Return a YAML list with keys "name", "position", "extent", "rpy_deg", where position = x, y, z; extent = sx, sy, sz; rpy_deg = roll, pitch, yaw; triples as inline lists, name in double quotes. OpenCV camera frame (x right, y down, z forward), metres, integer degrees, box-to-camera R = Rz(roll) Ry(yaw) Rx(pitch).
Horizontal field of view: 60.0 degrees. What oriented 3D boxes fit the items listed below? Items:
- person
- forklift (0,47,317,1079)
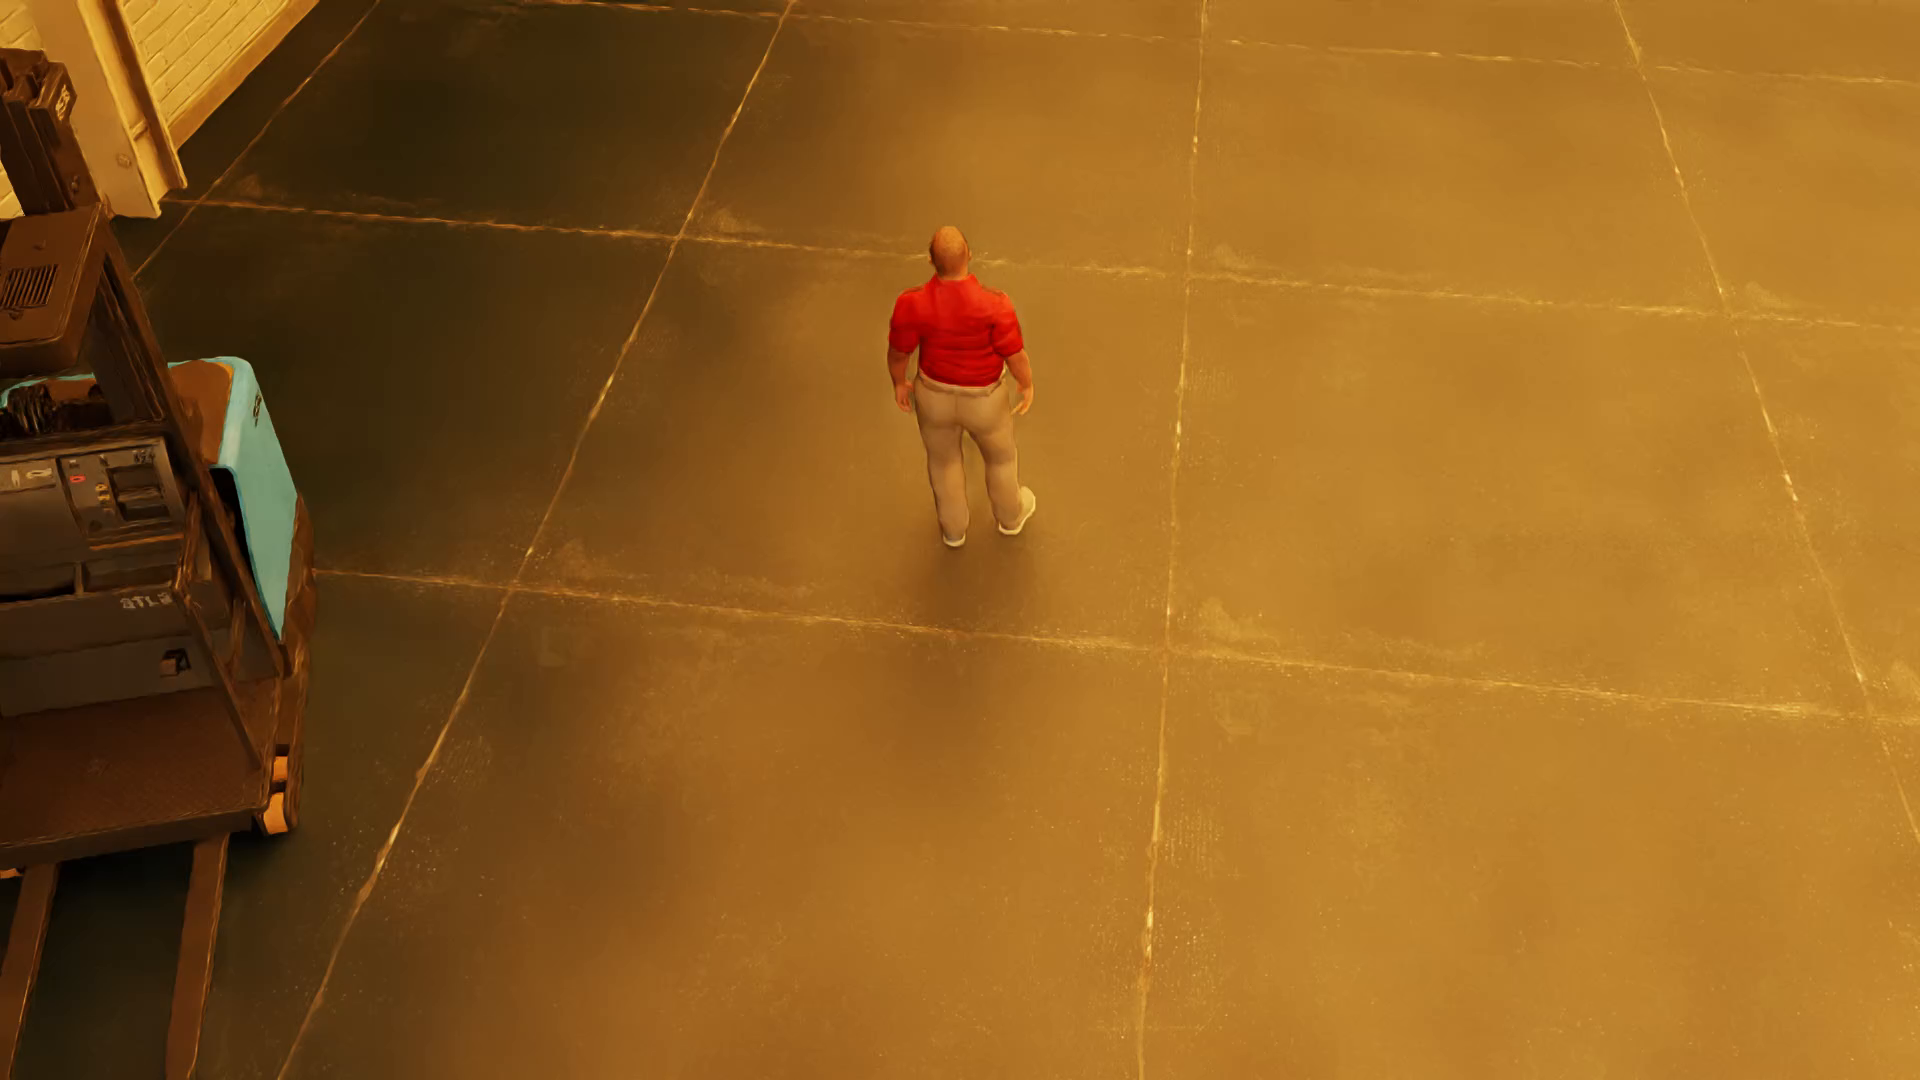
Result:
- name: "person"
  position: [0.024, -0.701, 7.365]
  extent: [0.640, 1.727, 0.550]
  rpy_deg: [5, 43, 6]
- name: "forklift"
  position: [-3.248, -0.052, 5.781]
  extent: [1.130, 2.935, 3.031]
  rpy_deg: [-8, 43, -9]
